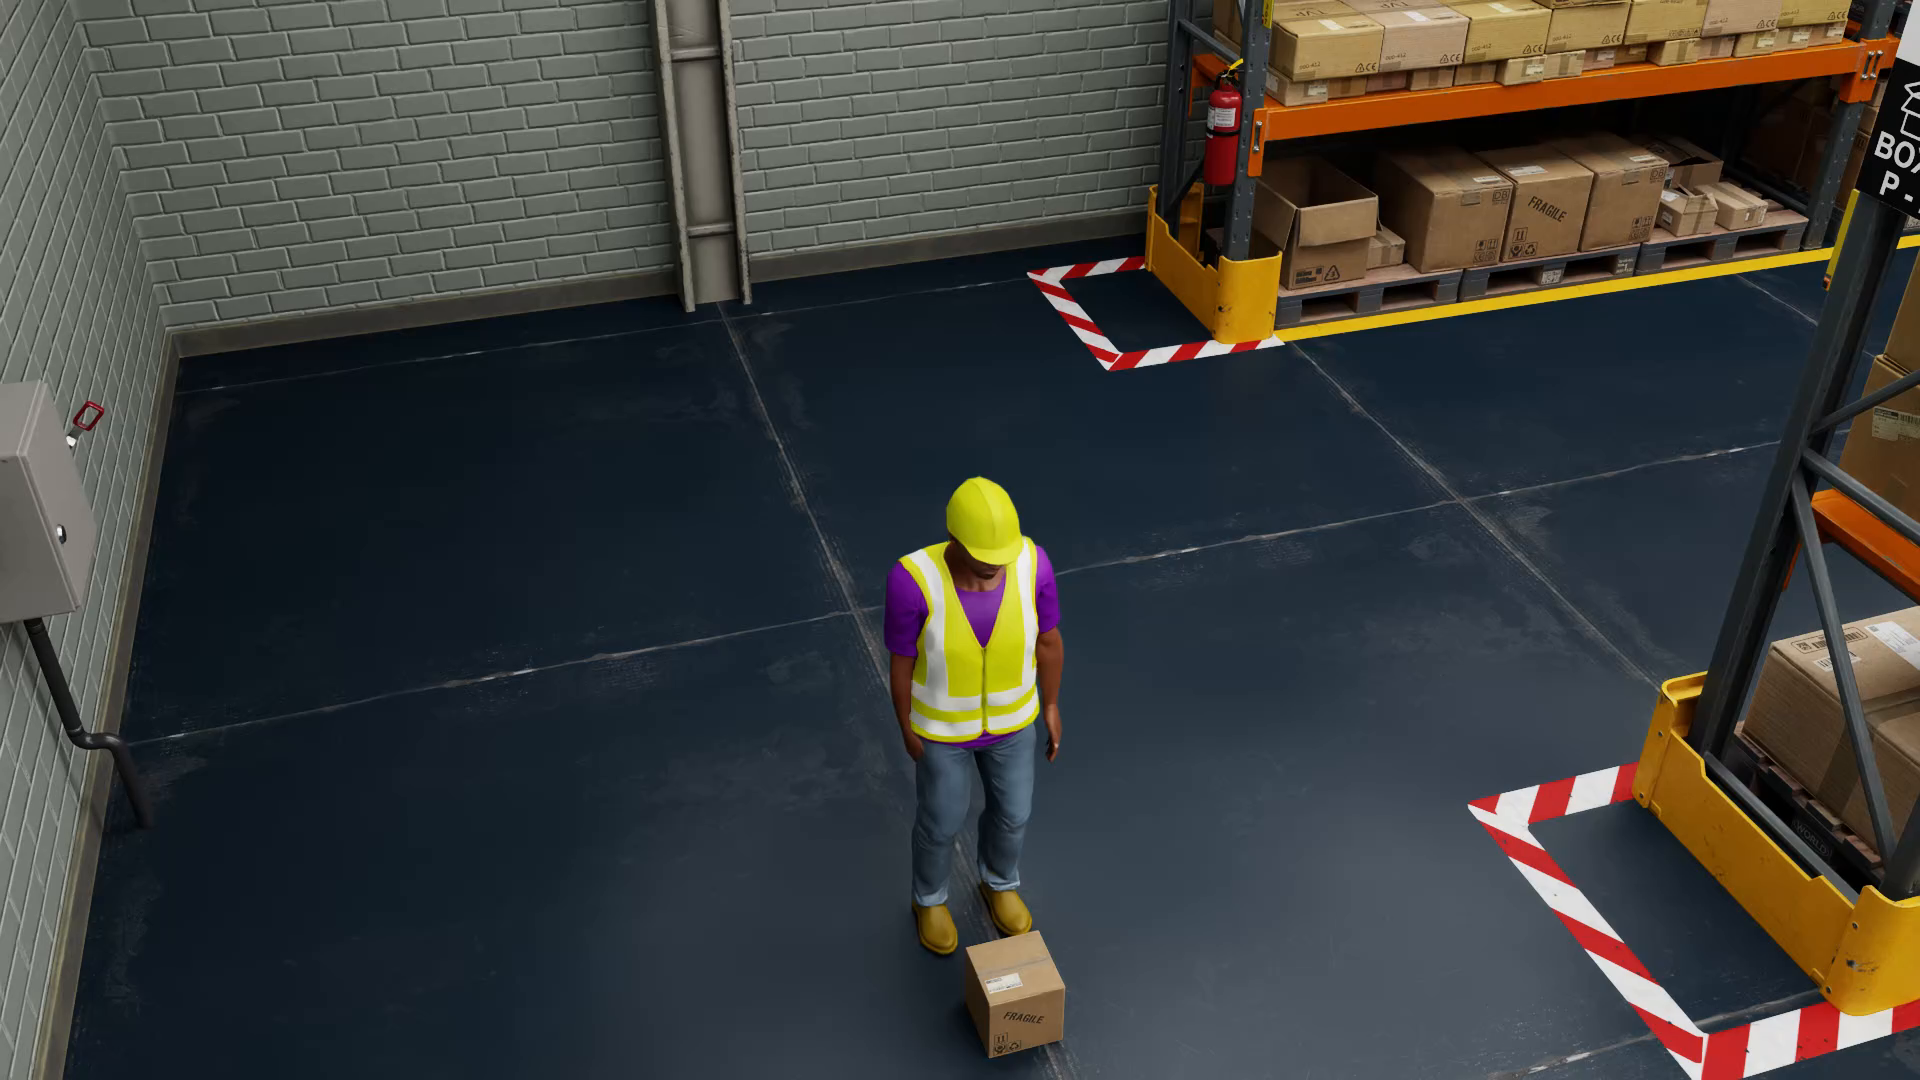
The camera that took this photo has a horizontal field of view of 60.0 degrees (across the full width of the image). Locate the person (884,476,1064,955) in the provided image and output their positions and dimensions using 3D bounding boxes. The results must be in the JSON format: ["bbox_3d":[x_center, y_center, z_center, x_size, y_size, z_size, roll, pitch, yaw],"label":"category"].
[{"bbox_3d":[0.055,0.559,5.289,0.568,1.759,0.368,-9,35,-14],"label":"person"}]
